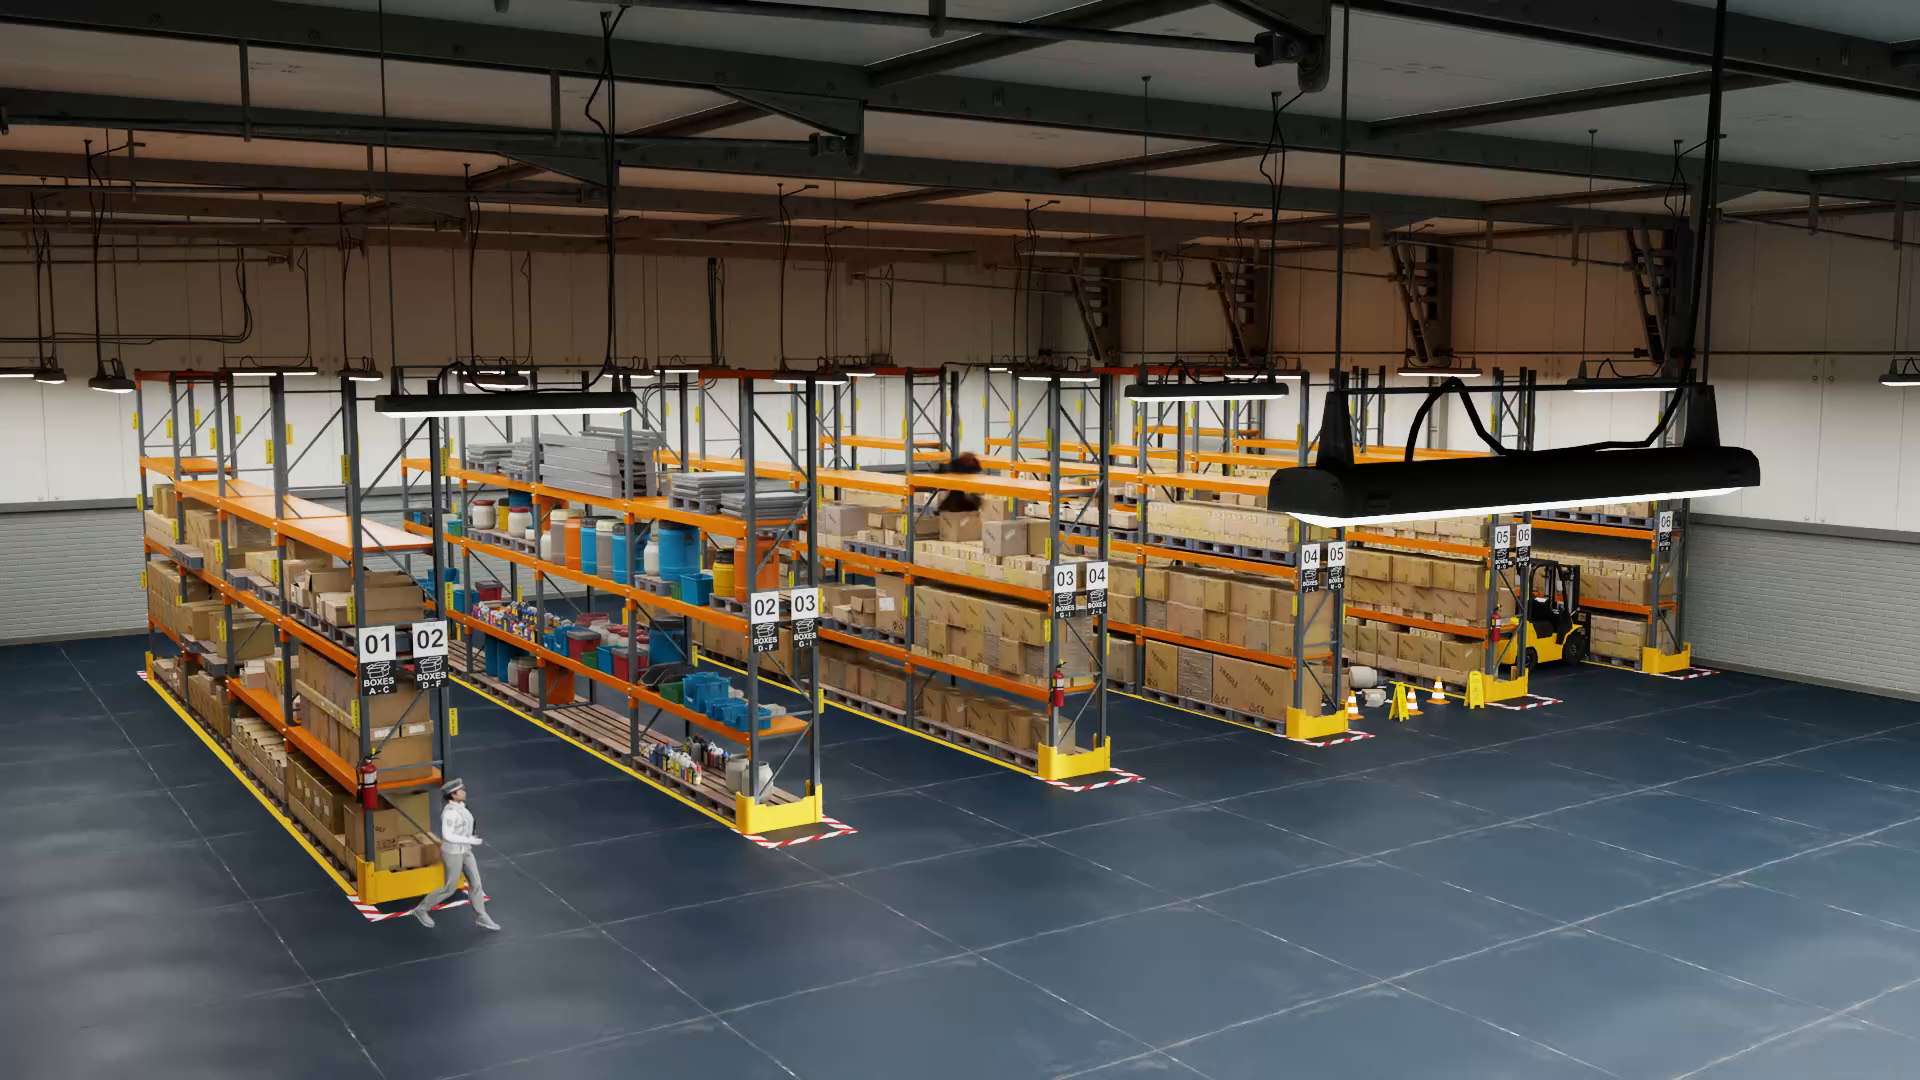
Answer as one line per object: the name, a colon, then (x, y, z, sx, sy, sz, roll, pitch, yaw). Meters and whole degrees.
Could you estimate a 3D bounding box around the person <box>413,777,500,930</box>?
person: (-5.509, 3.435, 18.193, 0.940, 1.700, 0.650, 0, 6, 1)

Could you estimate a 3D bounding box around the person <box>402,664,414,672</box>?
person: (-8.842, 2.483, 26.704, 0.654, 1.731, 0.829, -5, 8, -36)
